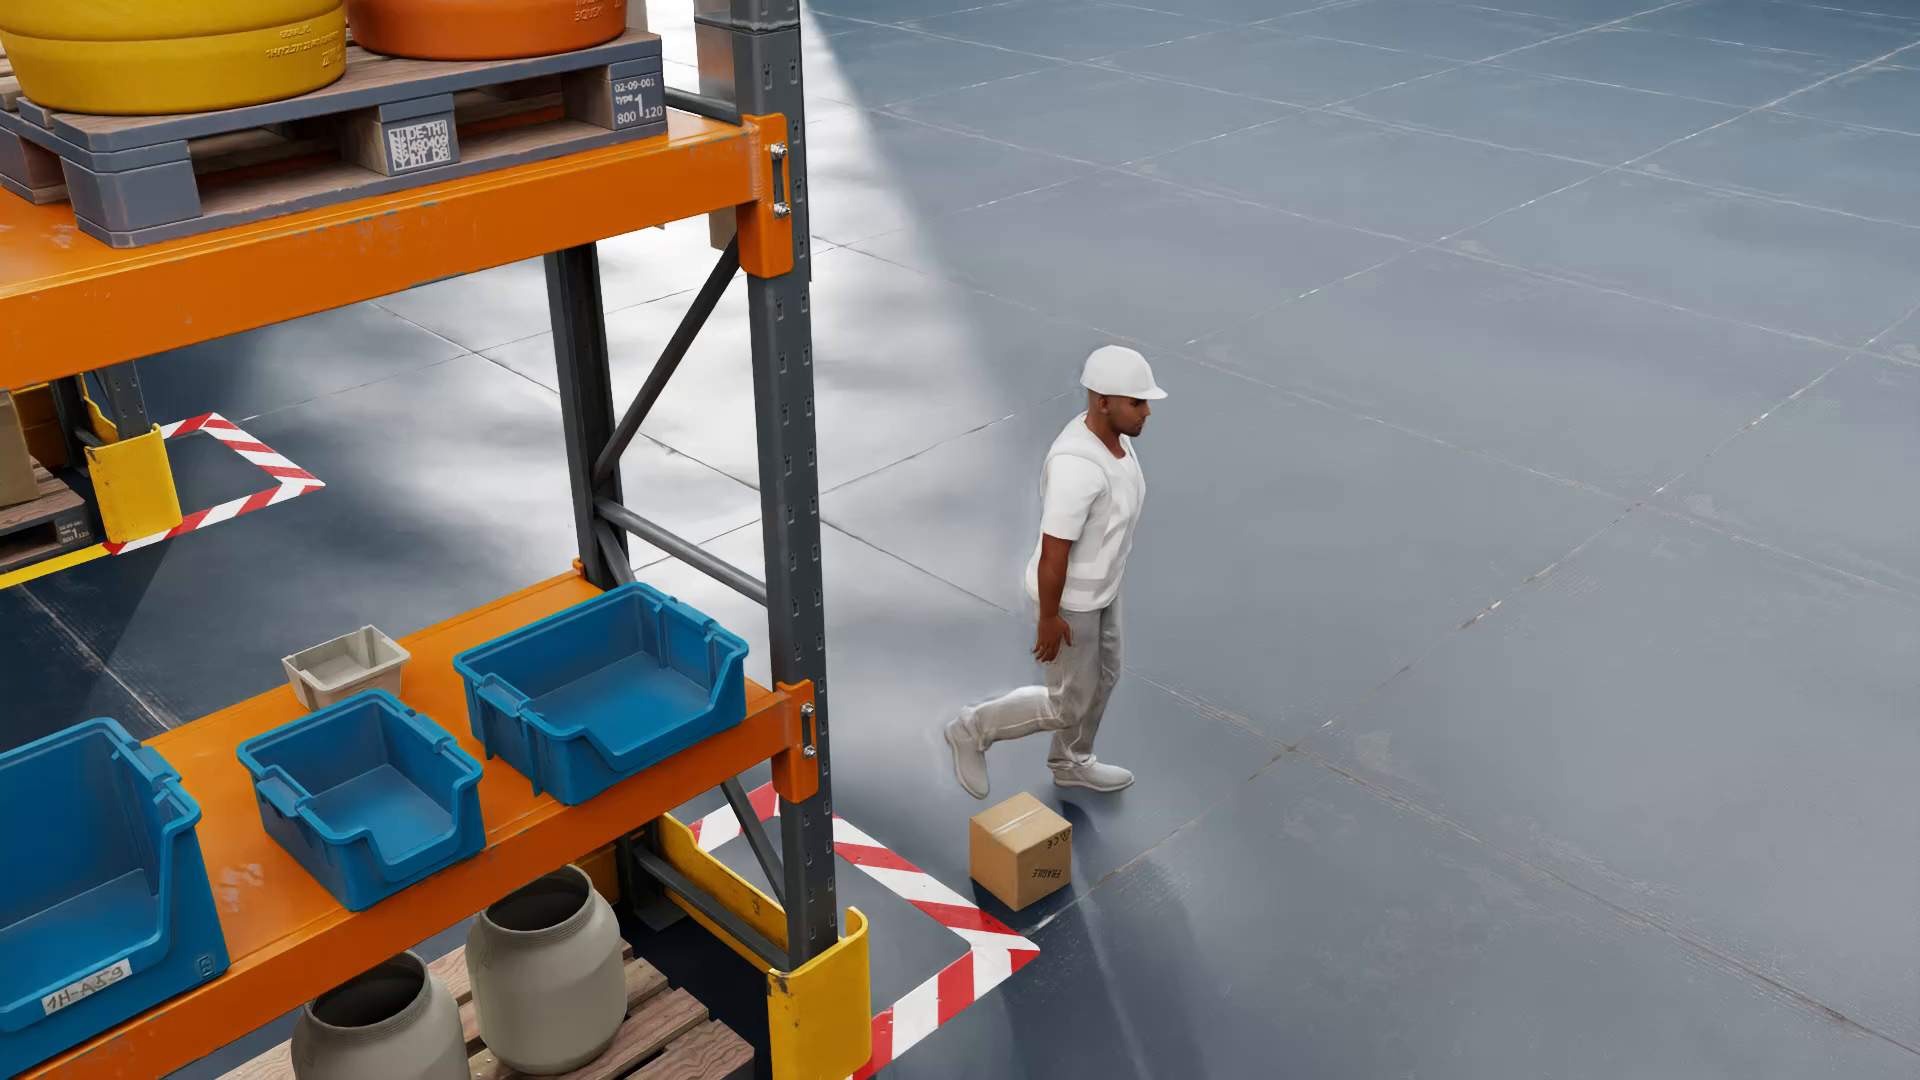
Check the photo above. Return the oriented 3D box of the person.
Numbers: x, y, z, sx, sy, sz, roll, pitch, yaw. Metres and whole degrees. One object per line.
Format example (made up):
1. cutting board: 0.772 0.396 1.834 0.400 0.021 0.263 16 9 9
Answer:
1. person: 0.319 0.151 5.790 0.717 1.752 0.598 8 29 16
